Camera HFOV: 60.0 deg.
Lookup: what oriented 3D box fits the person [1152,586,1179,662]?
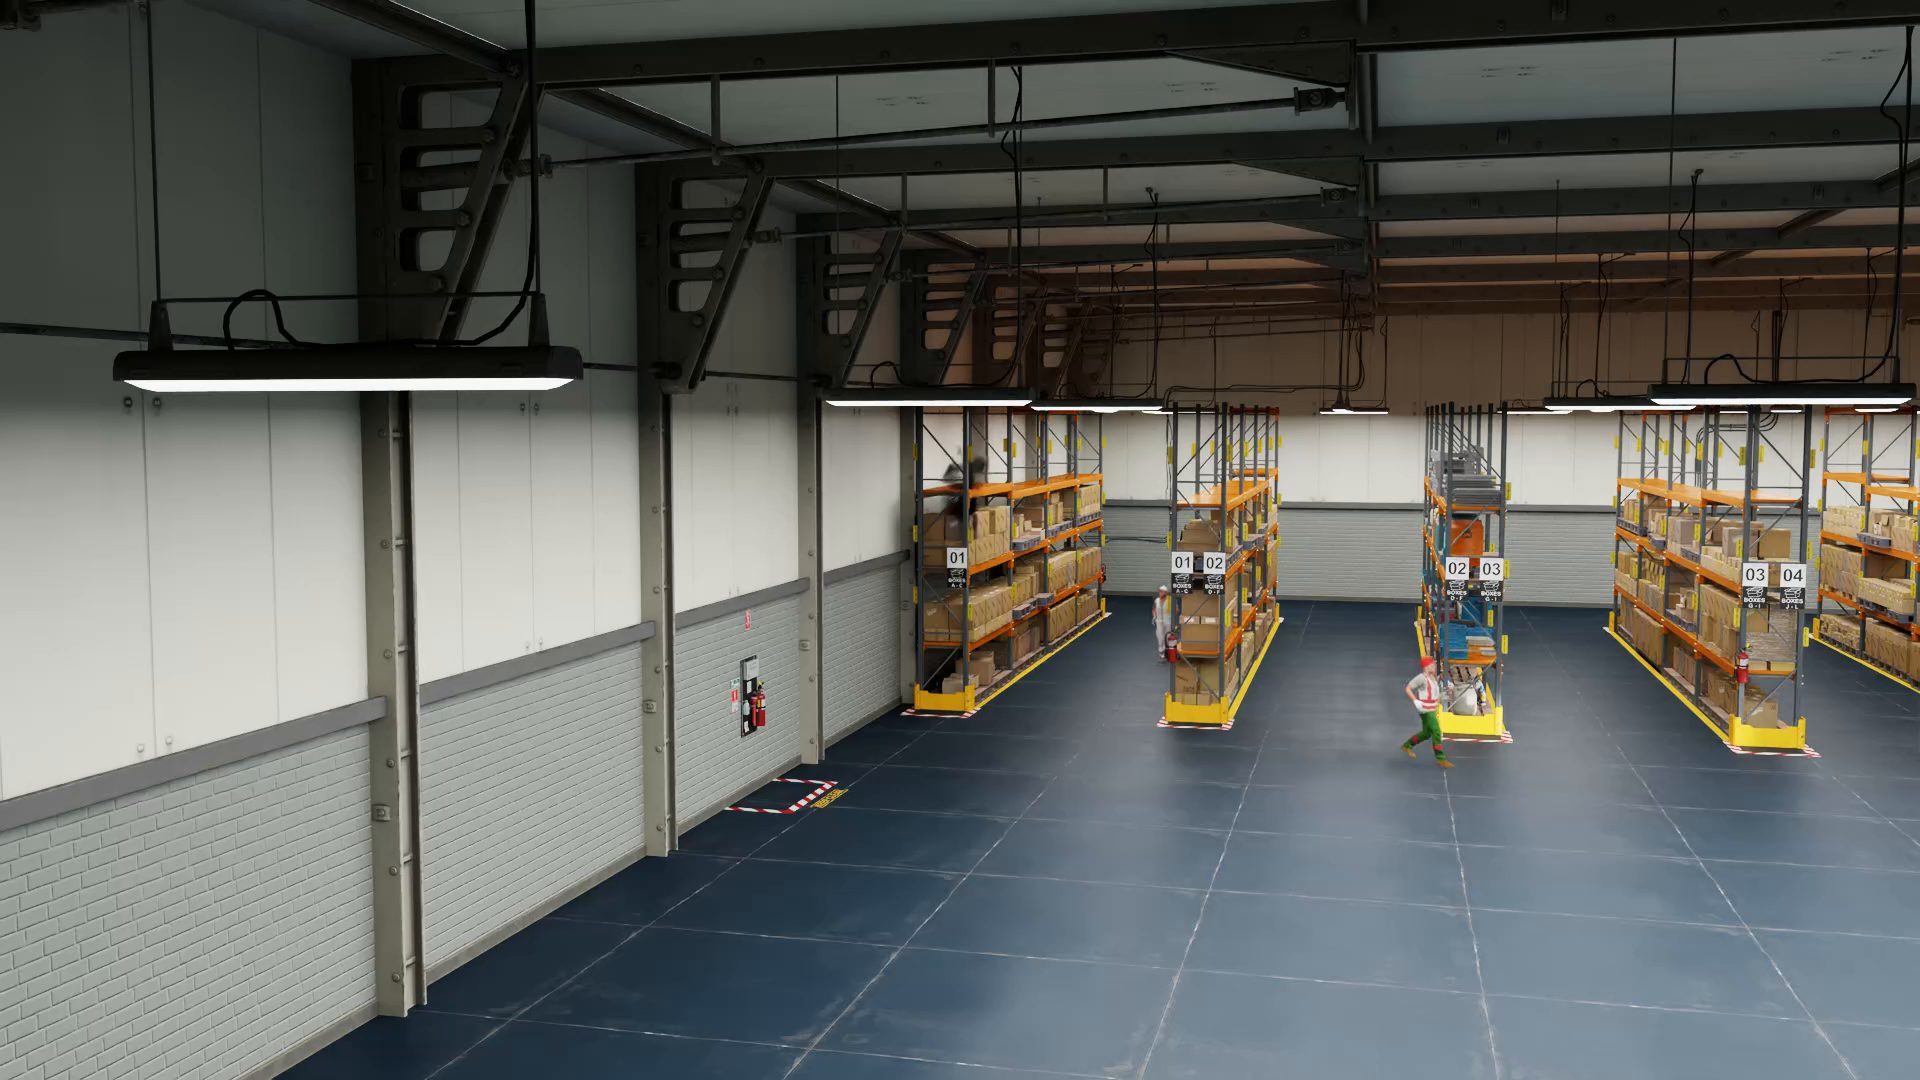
[{"bbox_3d":[4.806,1.968,39.067,0.650,1.768,0.722,2,4,20],"label":"person"}]

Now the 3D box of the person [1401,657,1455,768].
[{"bbox_3d":[7.679,2.806,27.296,0.971,1.769,0.685,3,5,37],"label":"person"}]
